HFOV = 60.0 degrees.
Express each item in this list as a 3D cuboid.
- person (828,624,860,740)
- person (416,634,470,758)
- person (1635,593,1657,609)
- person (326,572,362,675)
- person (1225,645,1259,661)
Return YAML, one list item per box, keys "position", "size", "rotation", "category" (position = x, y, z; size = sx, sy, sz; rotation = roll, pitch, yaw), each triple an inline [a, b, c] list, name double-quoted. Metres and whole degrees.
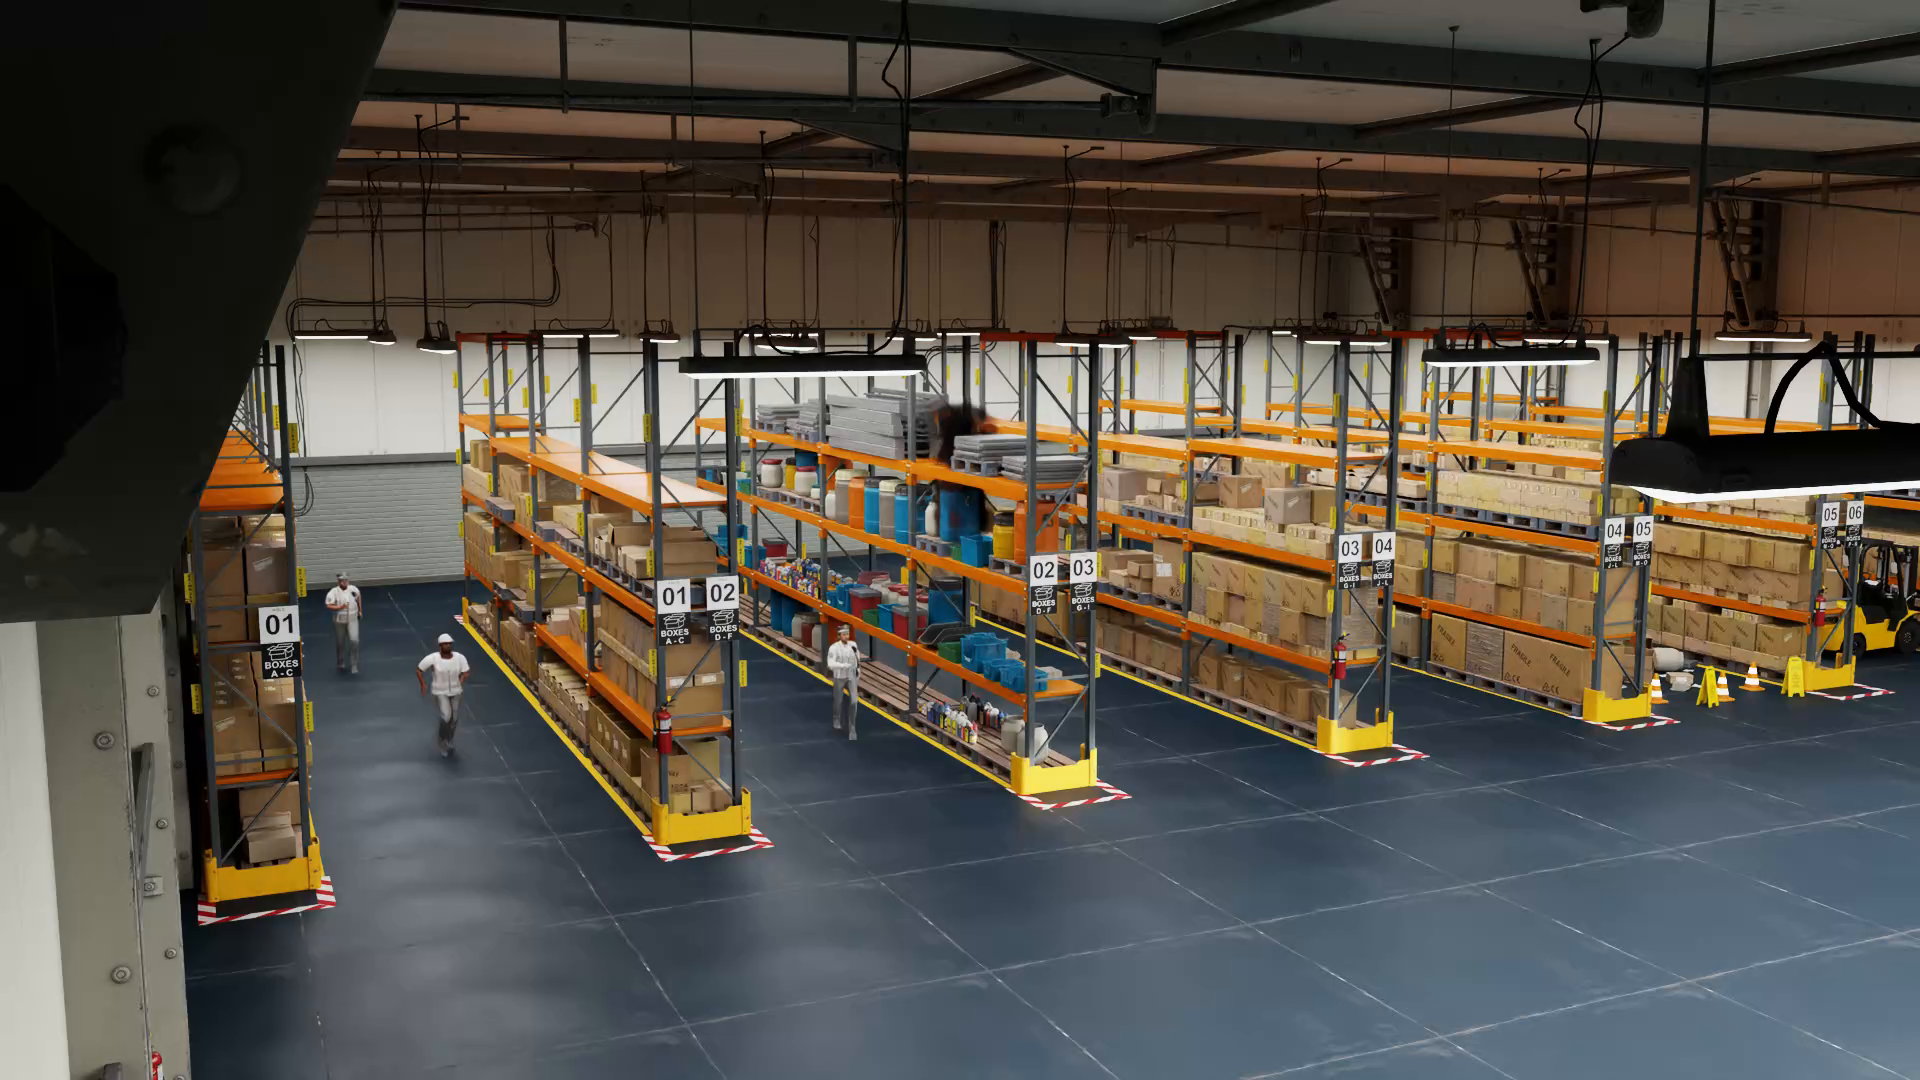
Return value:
- position: [-1.745, 2.117, 25.112]
  size: [0.564, 1.747, 0.830]
  rotation: [-2, 8, -17]
  category: "person"
- position: [-7.393, 2.240, 23.961]
  size: [0.693, 1.789, 0.721]
  rotation: [-5, 9, -35]
  category: "person"
- position: [14.834, 0.700, 35.901]
  size: [0.570, 1.640, 0.723]
  rotation: [-7, 10, -42]
  category: "person"
- position: [-10.971, 1.462, 29.660]
  size: [0.623, 1.839, 0.890]
  rotation: [-4, 9, -27]
  category: "person"
- position: [5.117, 1.514, 29.904]
  size: [0.725, 1.593, 0.646]
  rotation: [-3, 8, -24]
  category: "person"
